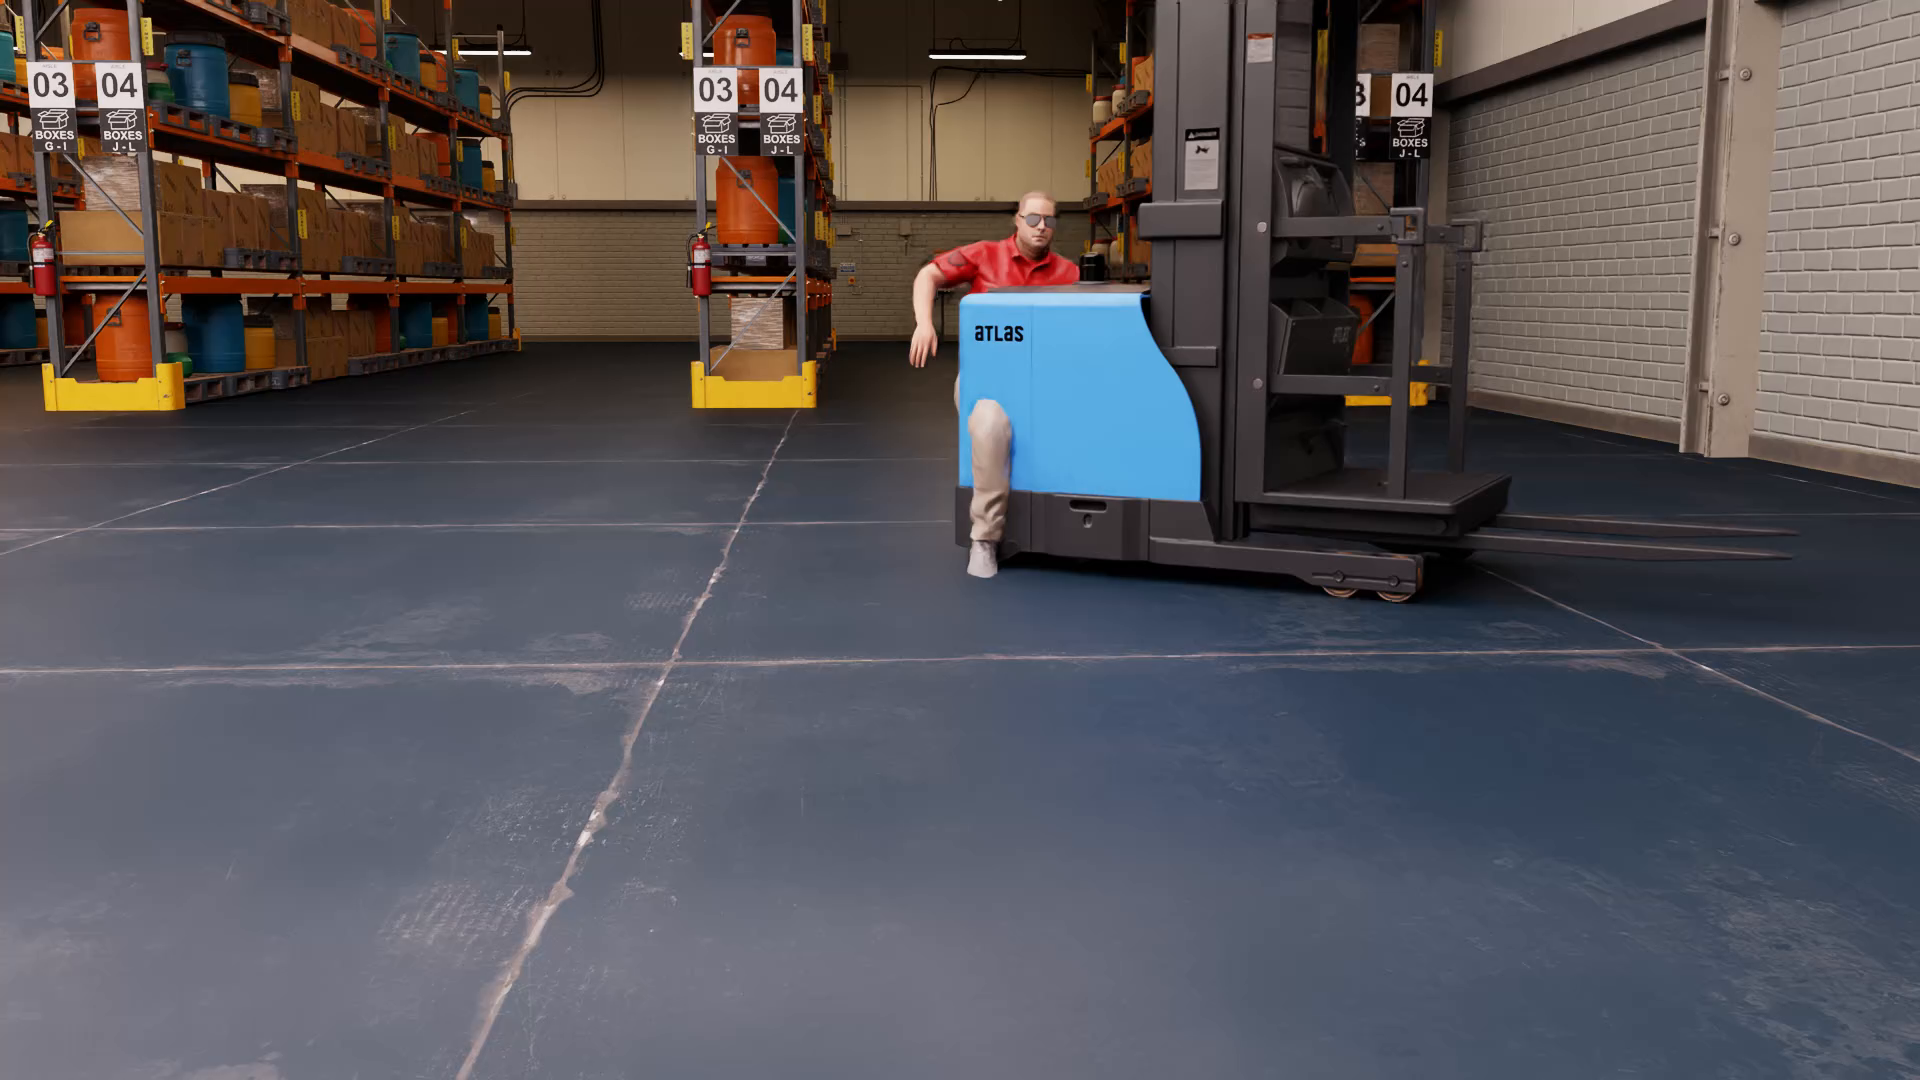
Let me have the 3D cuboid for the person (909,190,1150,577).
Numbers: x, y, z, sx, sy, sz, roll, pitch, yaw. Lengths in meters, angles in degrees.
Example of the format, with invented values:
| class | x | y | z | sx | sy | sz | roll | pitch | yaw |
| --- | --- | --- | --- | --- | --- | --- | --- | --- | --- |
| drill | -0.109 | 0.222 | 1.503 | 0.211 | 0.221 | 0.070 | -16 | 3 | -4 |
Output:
| class | x | y | z | sx | sy | sz | roll | pitch | yaw |
| --- | --- | --- | --- | --- | --- | --- | --- | --- | --- |
| person | 0.272 | -0.630 | 6.656 | 0.950 | 1.541 | 0.788 | -3 | 9 | -19 |

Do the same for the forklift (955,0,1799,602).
| class | x | y | z | sx | sy | sz | roll | pitch | yaw |
| --- | --- | --- | --- | --- | --- | --- | --- | --- | --- |
| forklift | 1.526 | -1.319 | 6.216 | 3.031 | 2.935 | 1.130 | 4 | 10 | 28 |
